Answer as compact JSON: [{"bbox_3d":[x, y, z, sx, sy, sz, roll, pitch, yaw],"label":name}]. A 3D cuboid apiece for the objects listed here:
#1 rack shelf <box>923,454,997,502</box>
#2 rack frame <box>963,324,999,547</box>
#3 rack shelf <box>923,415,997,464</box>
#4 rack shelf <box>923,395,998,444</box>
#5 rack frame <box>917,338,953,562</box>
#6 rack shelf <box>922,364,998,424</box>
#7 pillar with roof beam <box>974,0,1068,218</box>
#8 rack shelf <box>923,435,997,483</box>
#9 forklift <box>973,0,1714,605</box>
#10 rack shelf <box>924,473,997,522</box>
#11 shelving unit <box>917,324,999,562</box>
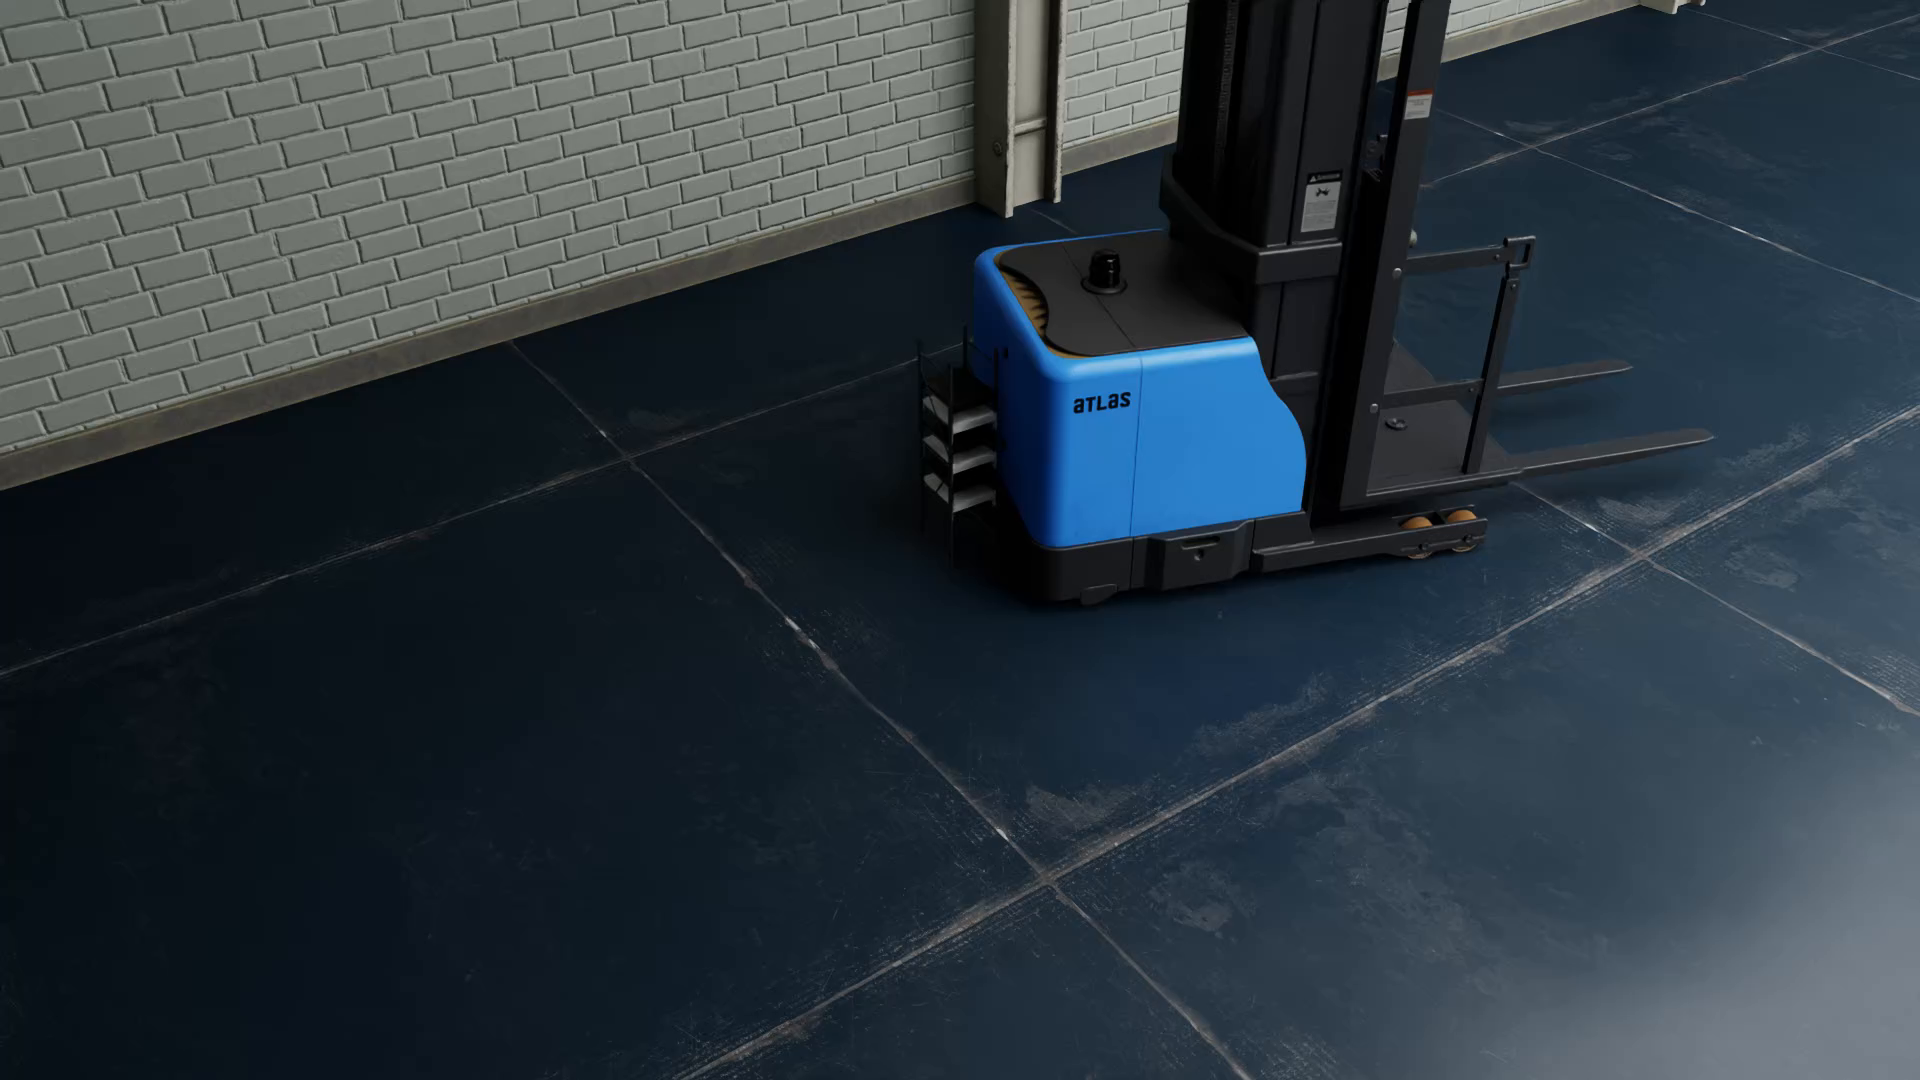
[{"bbox_3d":[-0.008,-0.267,6.562,0.200,0.077,0.258,-20,40,-25],"label":"rack shelf"},{"bbox_3d":[0.078,-0.399,6.534,0.006,0.900,0.240,-20,40,-25],"label":"rack frame"},{"bbox_3d":[-0.008,-0.414,6.457,0.200,0.077,0.258,-20,40,-25],"label":"rack shelf"},{"bbox_3d":[-0.008,-0.487,6.405,0.200,0.077,0.258,-20,40,-25],"label":"rack shelf"},{"bbox_3d":[-0.095,-0.337,6.447,0.006,0.900,0.240,-20,40,-25],"label":"rack frame"},{"bbox_3d":[-0.008,-0.560,6.352,0.200,0.077,0.258,-20,40,-25],"label":"rack shelf"},{"bbox_3d":[2.805,-3.528,3.948,0.400,9.000,9.100,-22,41,-28],"label":"pillar with roof beam"},{"bbox_3d":[-0.008,-0.341,6.510,0.200,0.077,0.258,-20,40,-25],"label":"rack shelf"},{"bbox_3d":[1.615,-1.404,6.192,3.031,2.935,1.130,-9,37,-12],"label":"forklift"},{"bbox_3d":[-0.008,-0.194,6.615,0.200,0.077,0.258,-20,40,-25],"label":"rack shelf"},{"bbox_3d":[-0.008,-0.368,6.490,0.210,0.900,0.258,-20,40,-25],"label":"shelving unit"}]
